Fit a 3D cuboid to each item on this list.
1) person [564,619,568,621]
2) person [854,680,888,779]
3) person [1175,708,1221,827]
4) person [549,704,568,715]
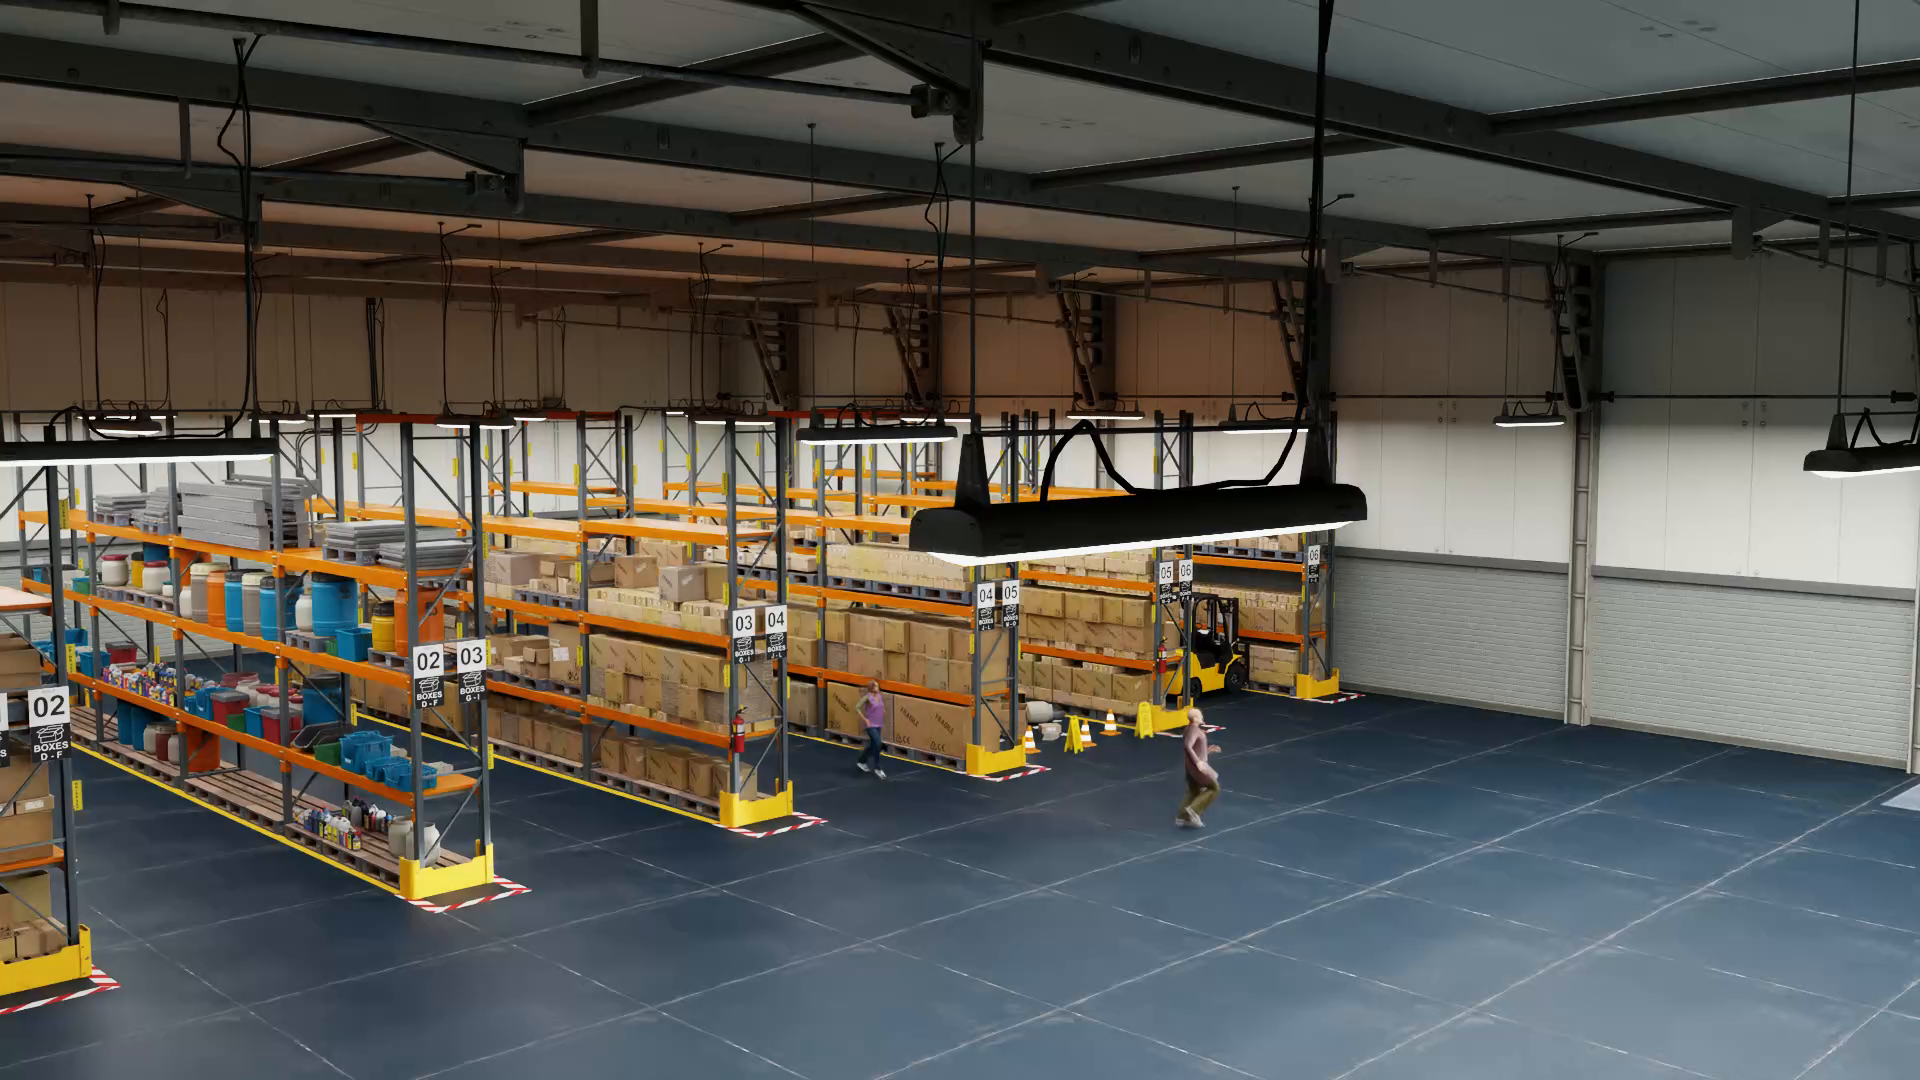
[{"bbox_3d":[-8.226,2.439,34.889,0.700,1.764,0.657,5,7,43],"label":"person"},{"bbox_3d":[-1.460,3.182,27.691,0.650,1.542,0.525,3,6,34],"label":"person"},{"bbox_3d":[3.501,3.333,24.371,0.705,1.746,0.695,-1,5,-10],"label":"person"},{"bbox_3d":[-7.761,2.721,32.169,0.802,1.635,0.589,5,7,42],"label":"person"}]
